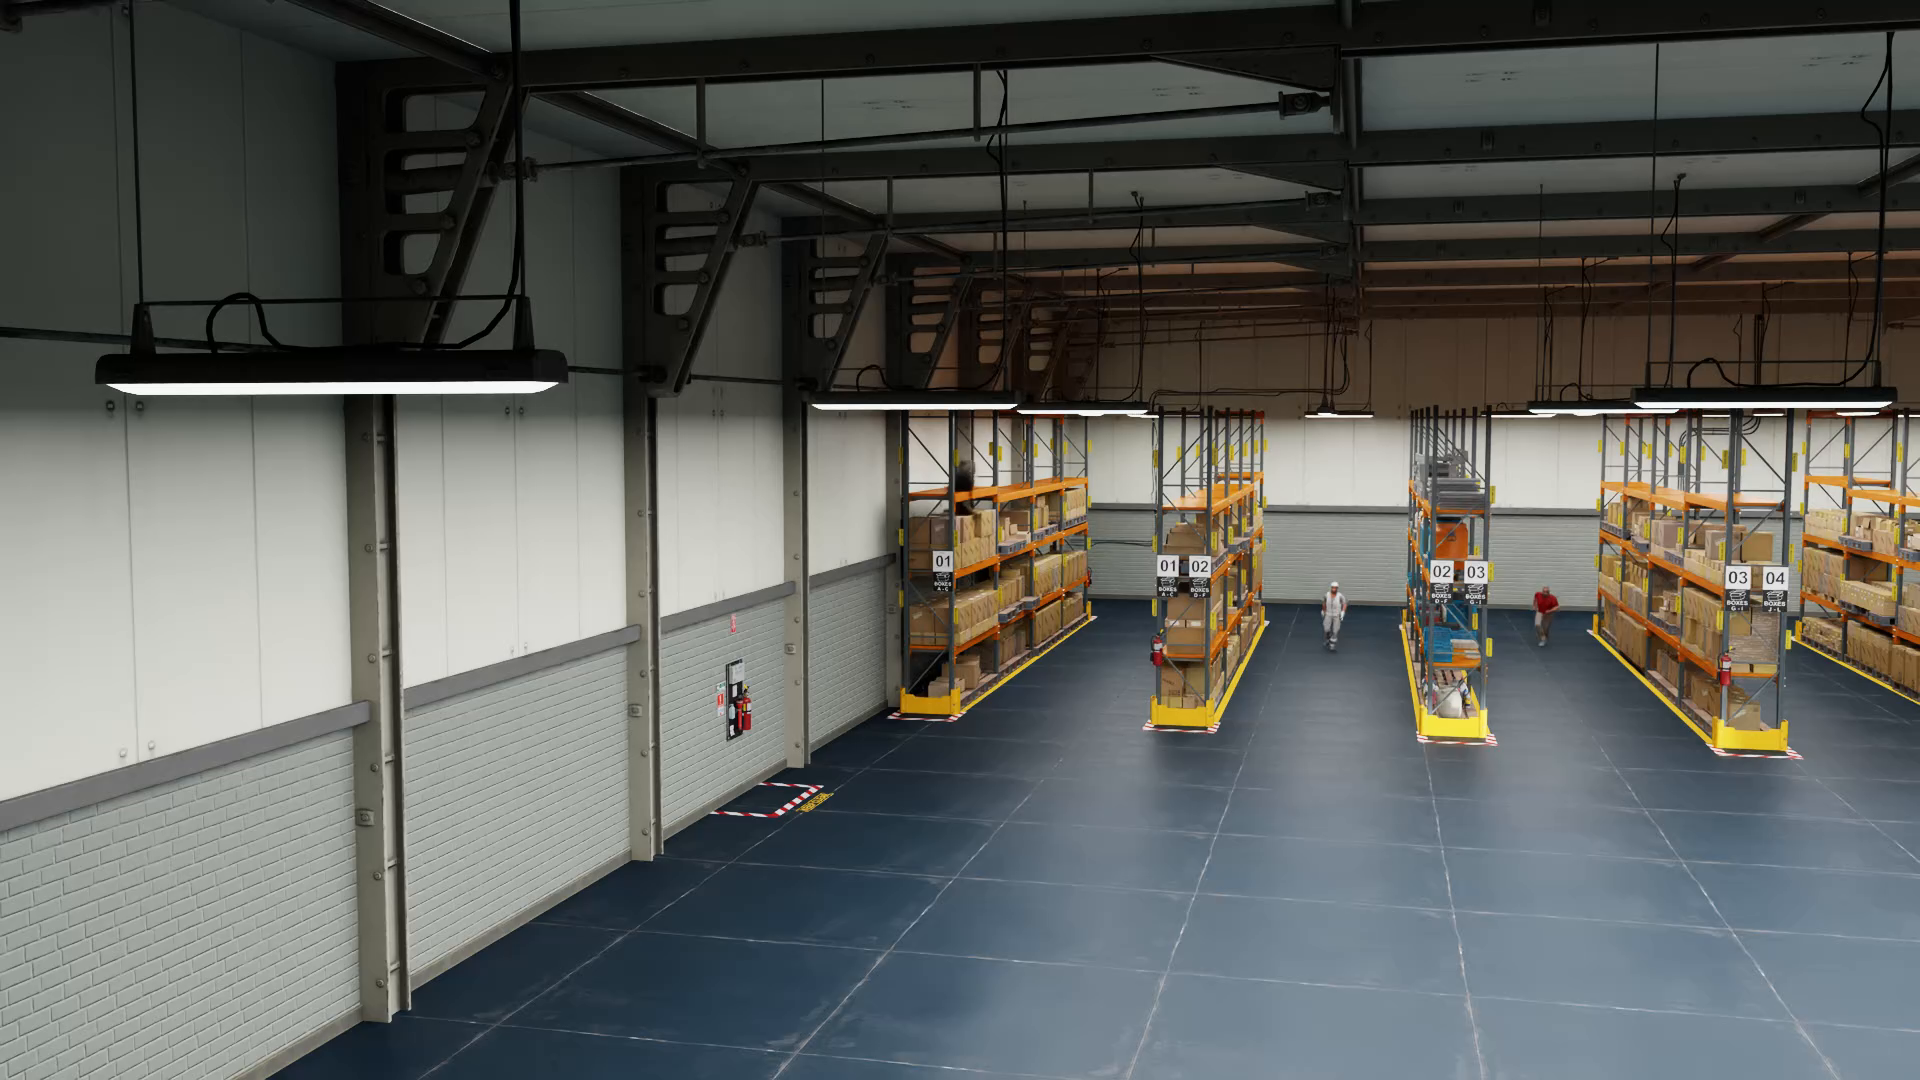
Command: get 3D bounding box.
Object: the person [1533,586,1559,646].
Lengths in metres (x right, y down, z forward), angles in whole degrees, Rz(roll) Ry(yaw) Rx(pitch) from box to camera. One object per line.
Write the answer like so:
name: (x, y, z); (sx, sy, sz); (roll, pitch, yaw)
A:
person: (14.867, 1.901, 42.203); (0.676, 1.531, 1.143); (2, 5, 27)

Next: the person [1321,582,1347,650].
person: (9.247, 1.891, 41.231); (0.677, 1.737, 0.772); (2, 4, 20)
